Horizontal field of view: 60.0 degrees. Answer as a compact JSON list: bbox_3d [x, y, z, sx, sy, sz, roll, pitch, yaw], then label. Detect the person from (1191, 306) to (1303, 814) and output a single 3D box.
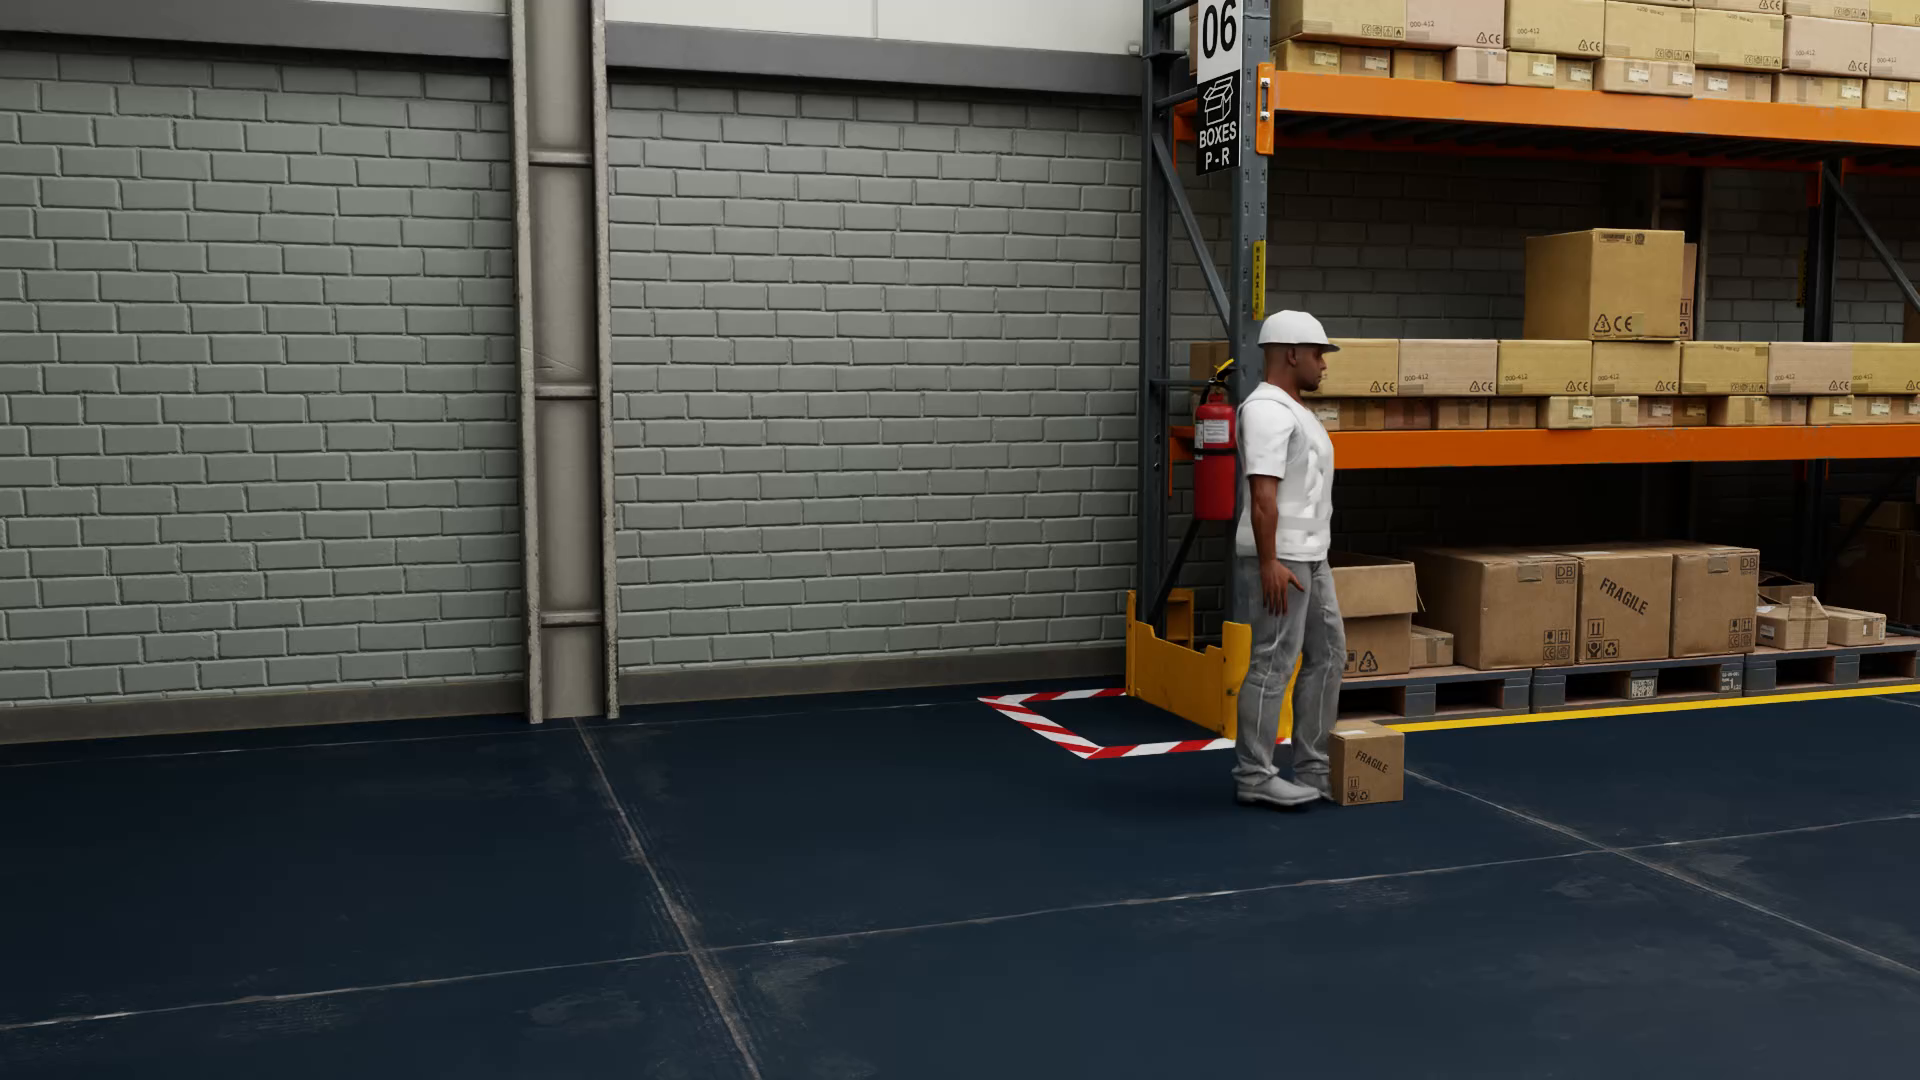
[{"bbox_3d":[1.050,0.068,5.894,0.430,1.779,0.599,-1,6,-6],"label":"person"}]
